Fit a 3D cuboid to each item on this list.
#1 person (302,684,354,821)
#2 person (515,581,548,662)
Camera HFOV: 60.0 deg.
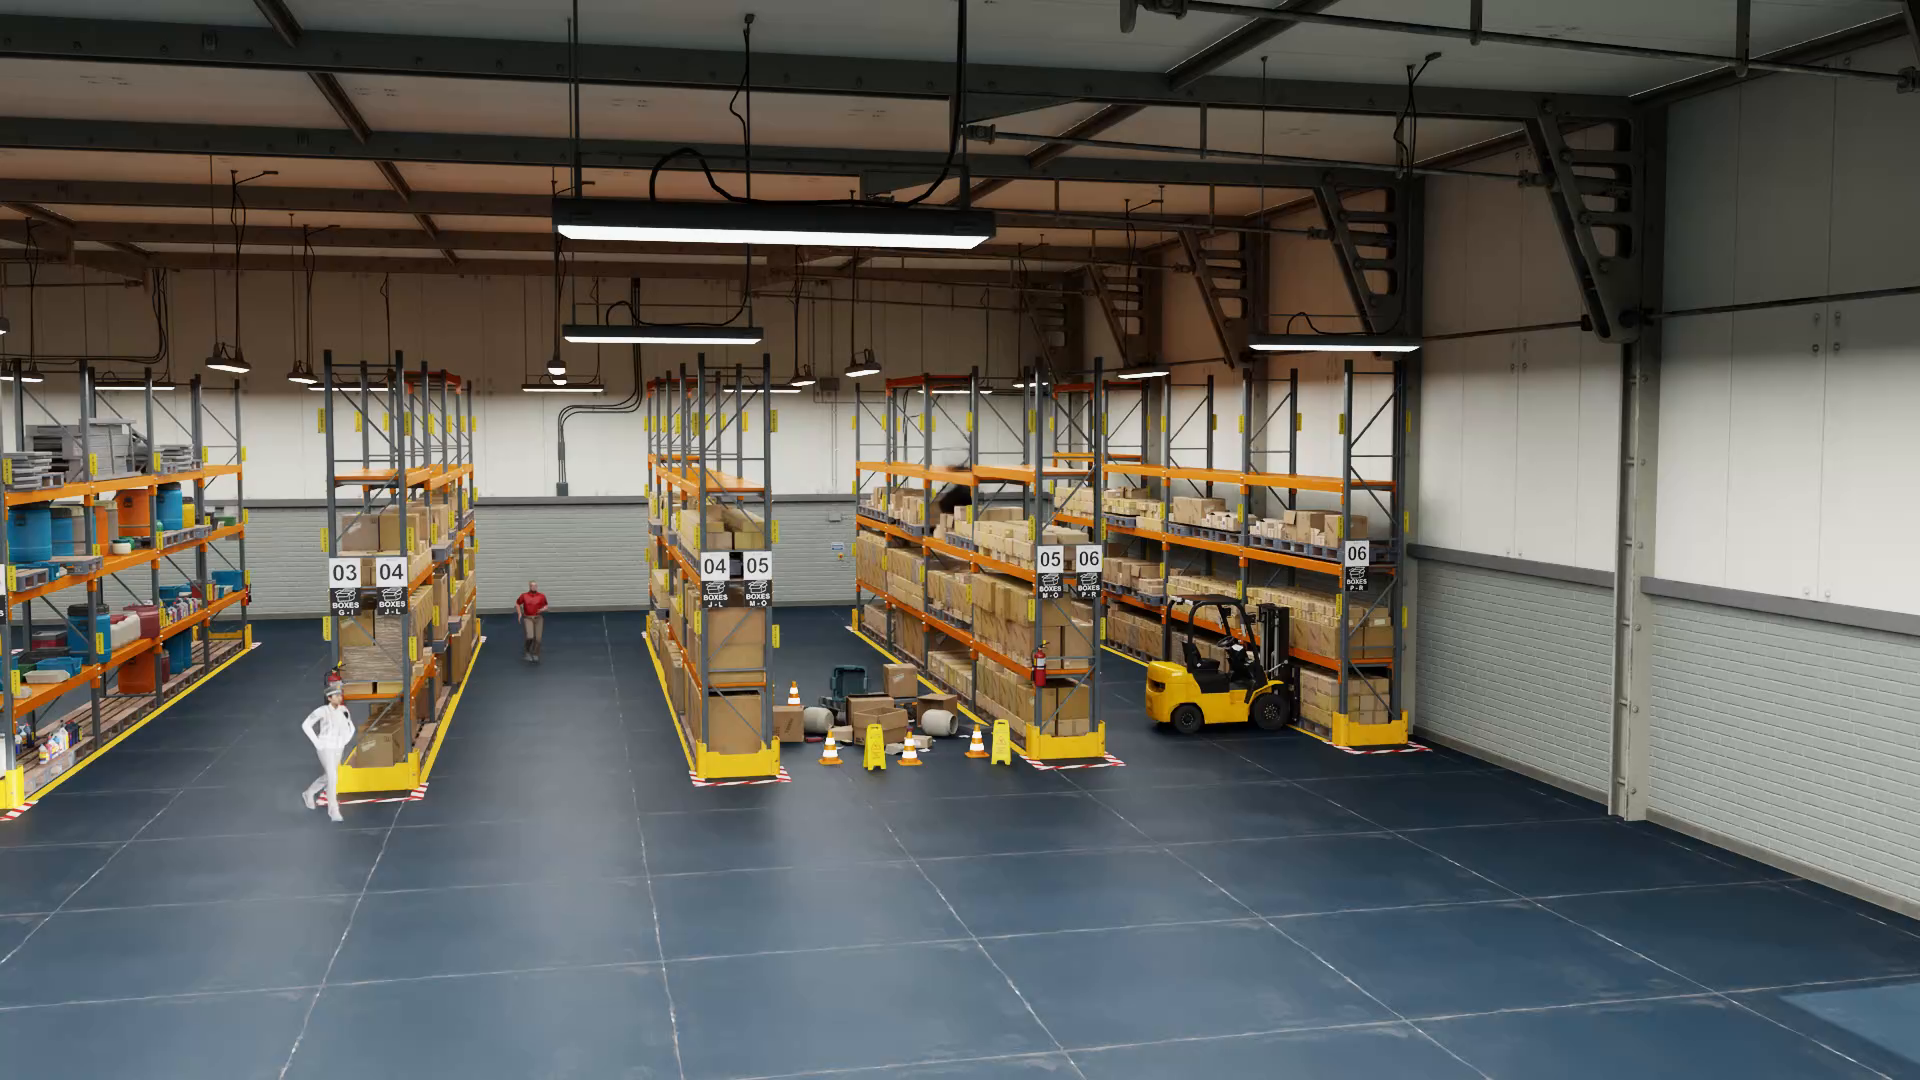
[{"bbox_3d":[-8.083,2.699,21.316,0.829,1.726,0.632,2,5,30],"label":"person"},{"bbox_3d":[-8.966,1.752,34.946,0.643,1.632,0.660,-2,4,-24],"label":"person"}]
